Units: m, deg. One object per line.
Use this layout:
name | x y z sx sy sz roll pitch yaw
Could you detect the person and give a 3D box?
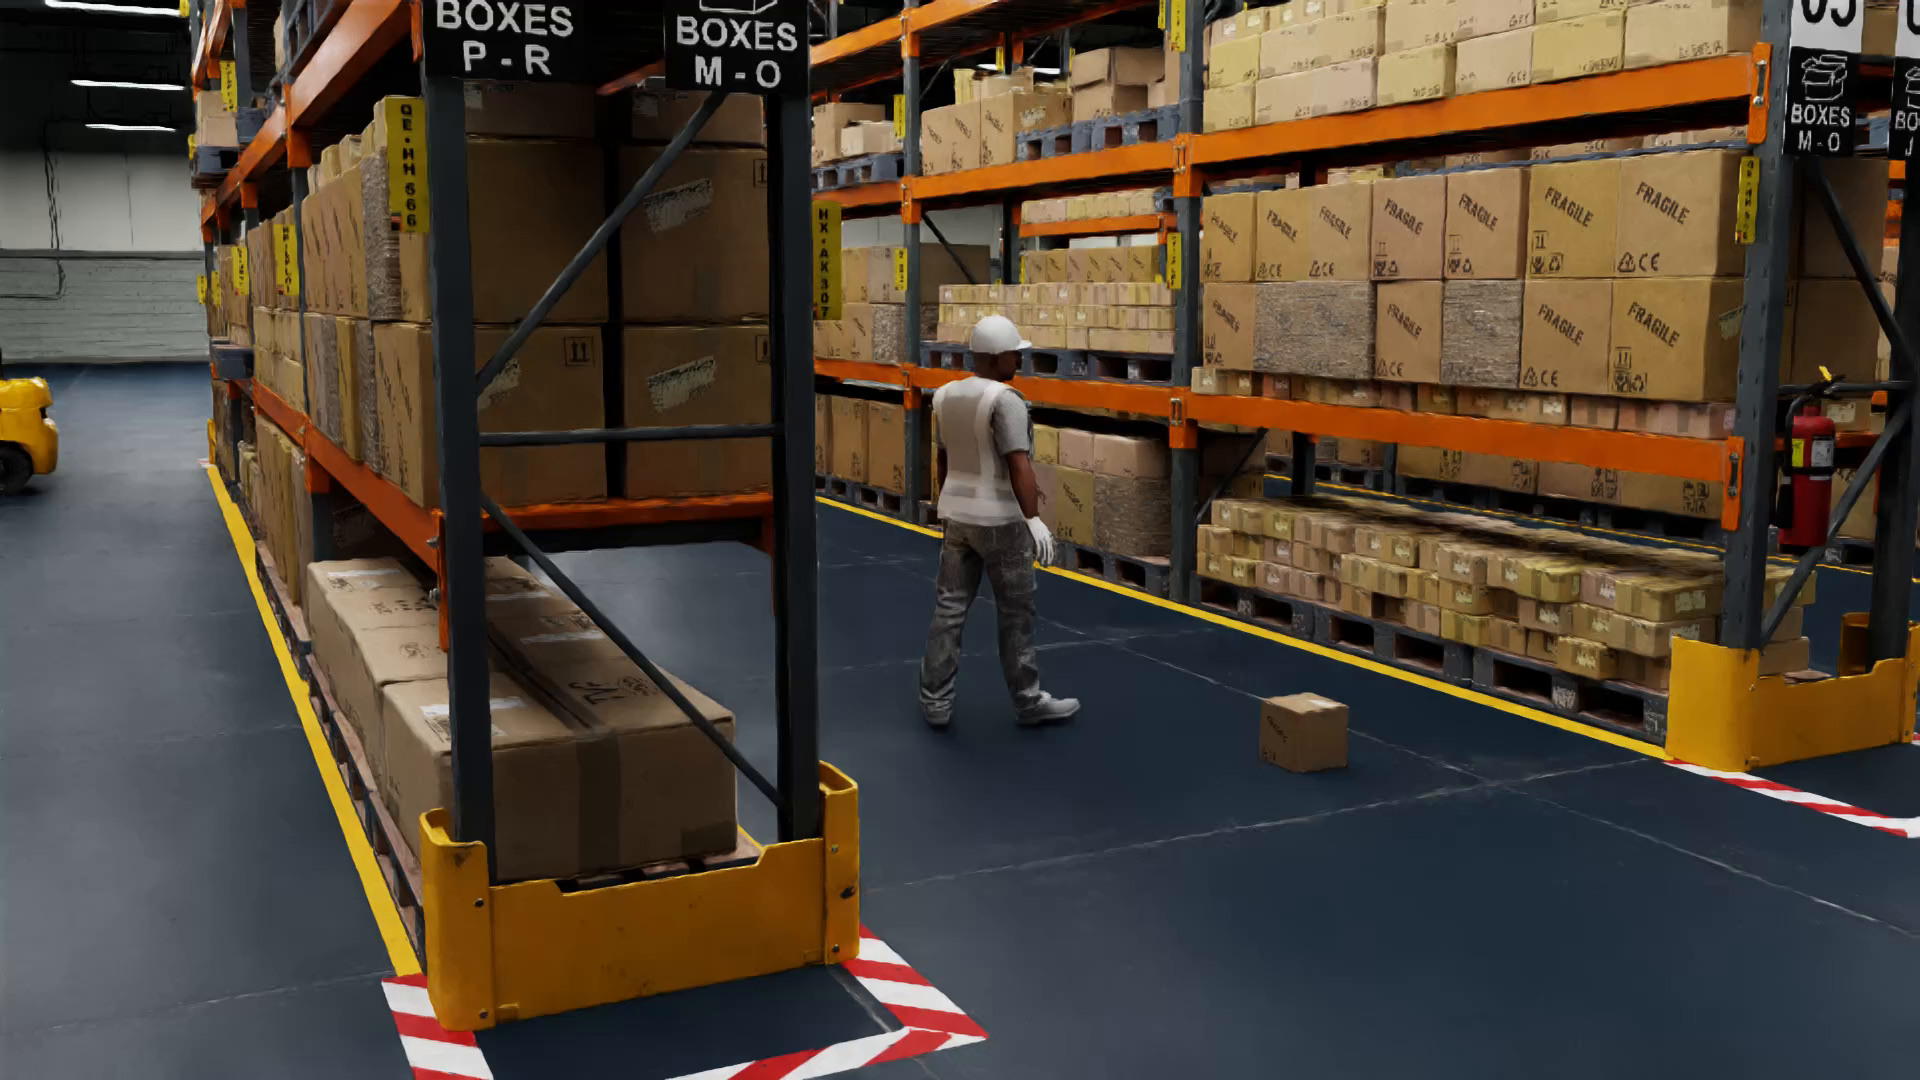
person | 0.181 -0.077 7.226 0.639 1.786 0.706 -7 11 -41
